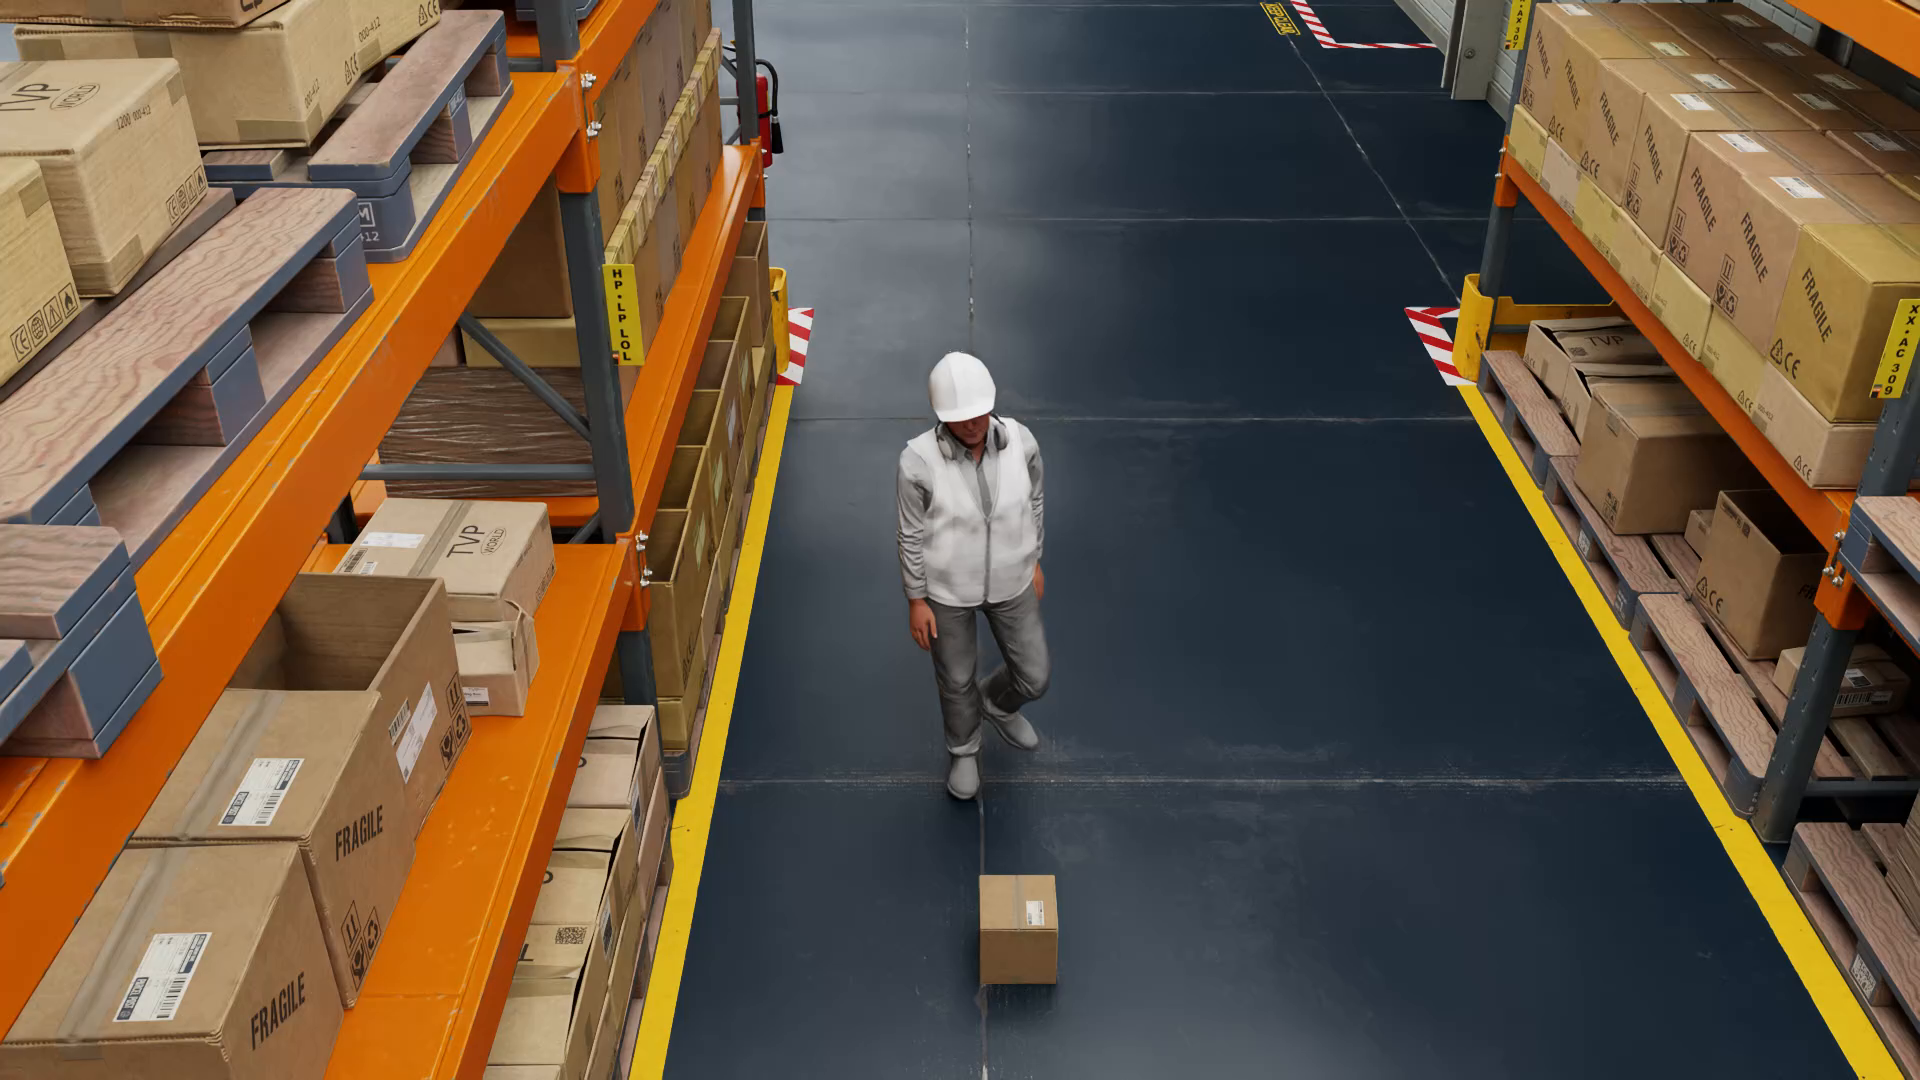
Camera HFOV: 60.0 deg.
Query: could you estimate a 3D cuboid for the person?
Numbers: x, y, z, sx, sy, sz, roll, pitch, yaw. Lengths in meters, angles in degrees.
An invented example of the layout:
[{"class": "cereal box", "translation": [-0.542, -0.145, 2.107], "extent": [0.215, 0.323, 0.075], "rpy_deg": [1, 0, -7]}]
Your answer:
[{"class": "person", "translation": [0.053, 0.136, 5.843], "extent": [0.563, 1.764, 0.444], "rpy_deg": [-7, 32, -11]}]
